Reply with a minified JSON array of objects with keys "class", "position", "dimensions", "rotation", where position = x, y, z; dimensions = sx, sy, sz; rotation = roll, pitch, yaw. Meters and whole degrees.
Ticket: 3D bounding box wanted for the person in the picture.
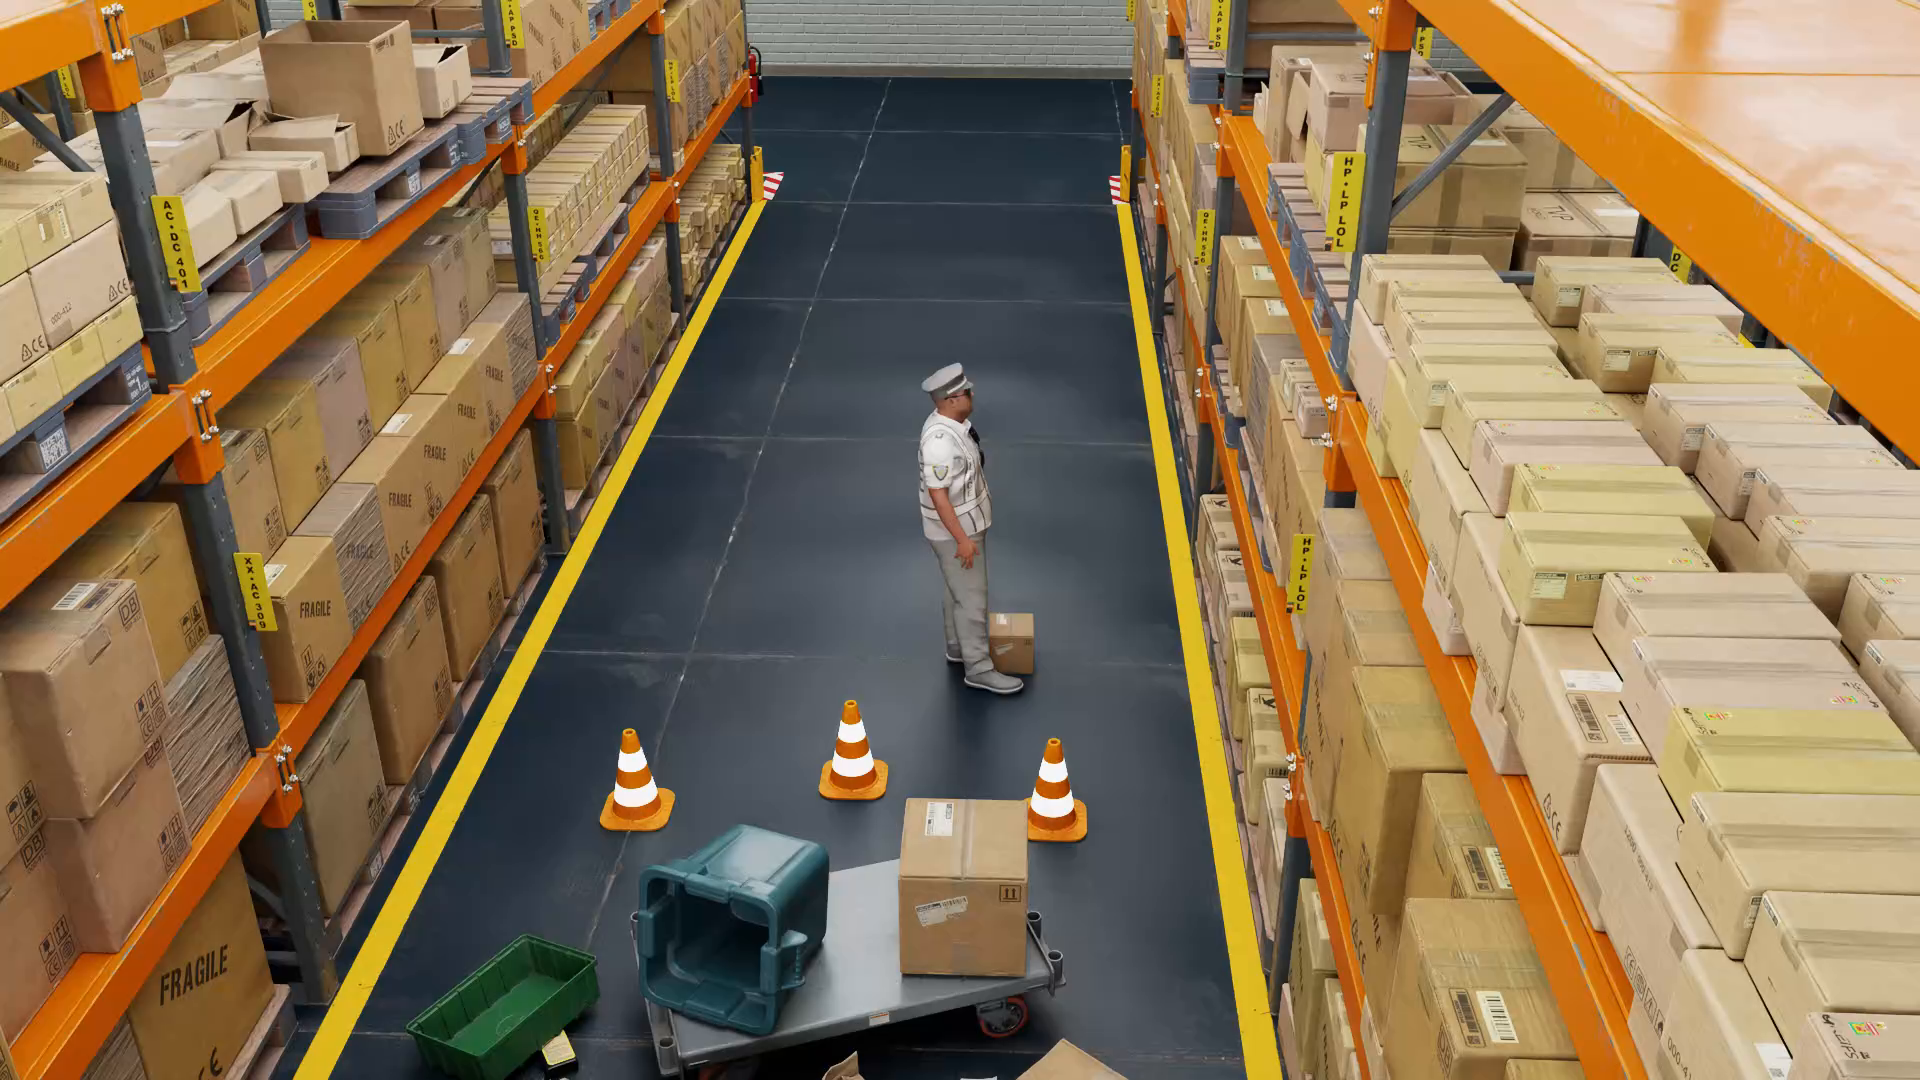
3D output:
[{"class":"person","position":[0.071,-0.090,8.971],"dimensions":[0.575,1.778,0.640],"rotation":[1,28,2]}]
